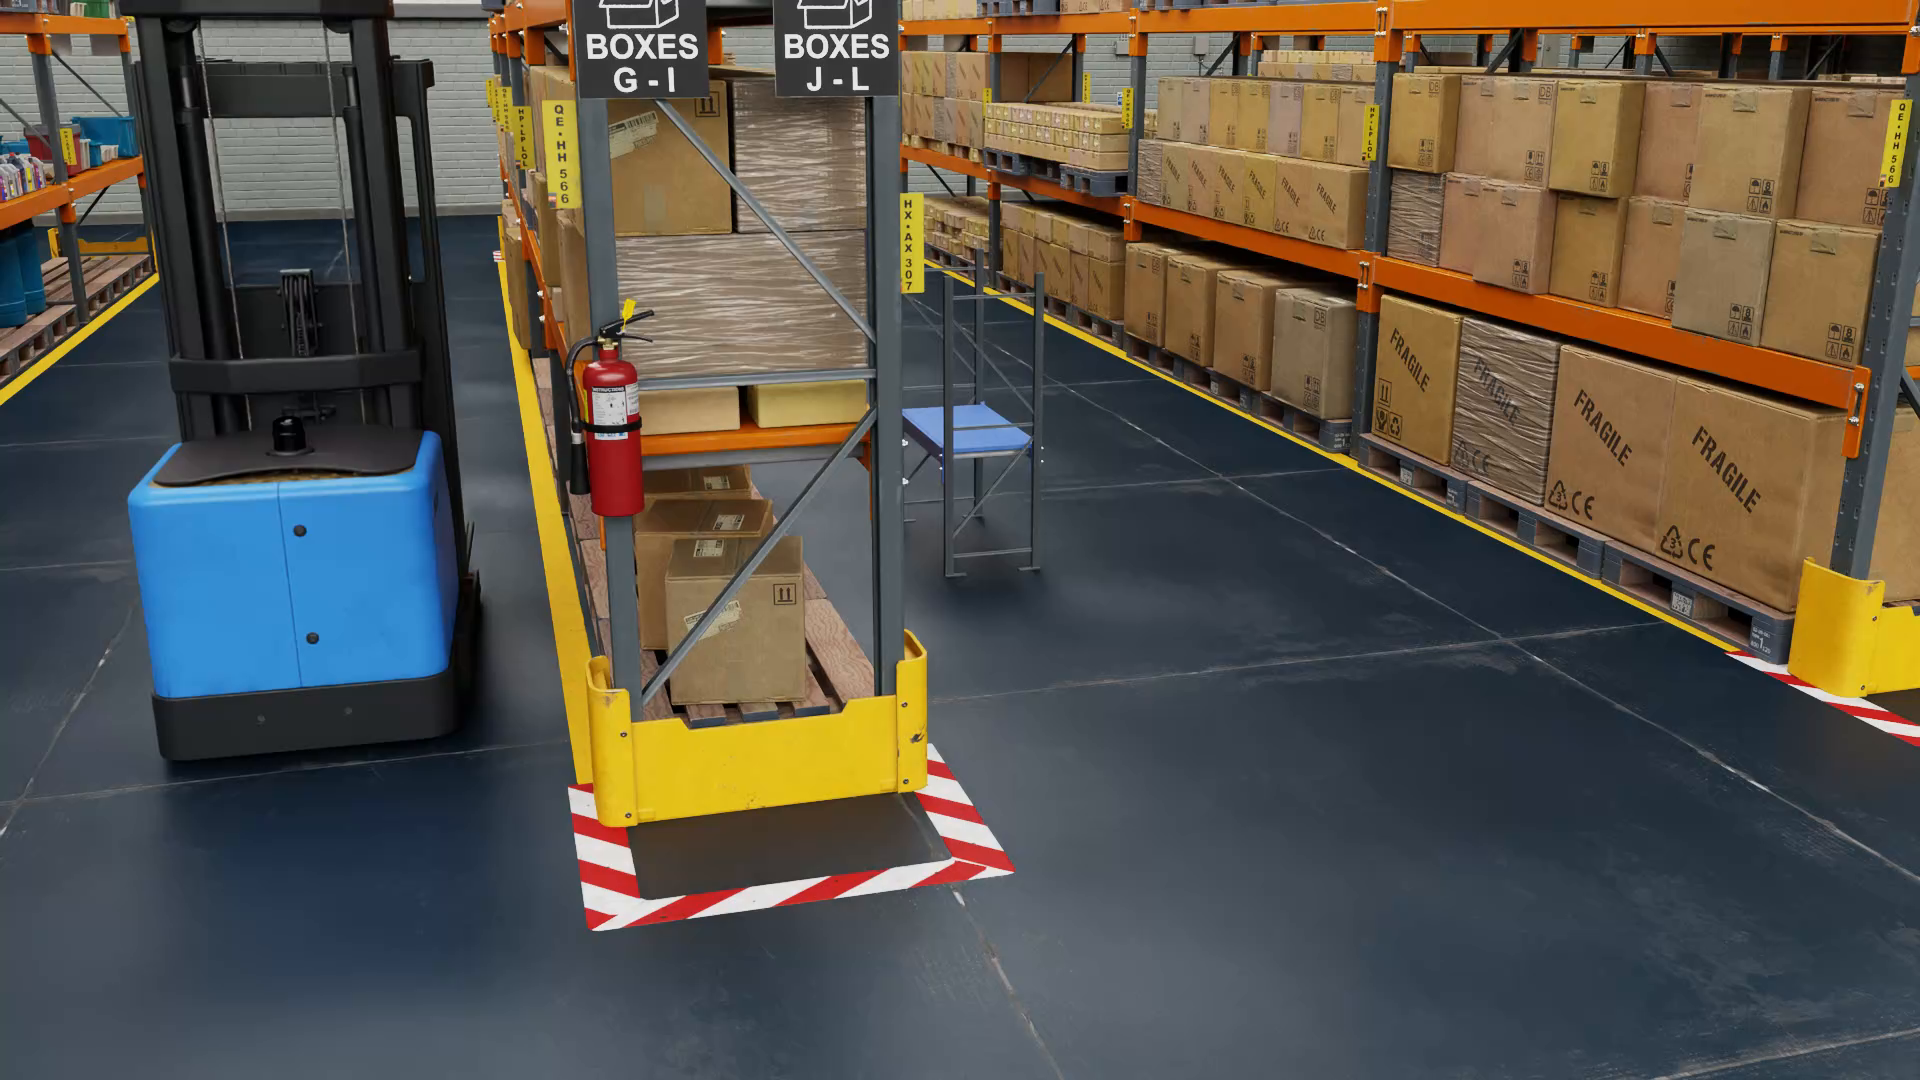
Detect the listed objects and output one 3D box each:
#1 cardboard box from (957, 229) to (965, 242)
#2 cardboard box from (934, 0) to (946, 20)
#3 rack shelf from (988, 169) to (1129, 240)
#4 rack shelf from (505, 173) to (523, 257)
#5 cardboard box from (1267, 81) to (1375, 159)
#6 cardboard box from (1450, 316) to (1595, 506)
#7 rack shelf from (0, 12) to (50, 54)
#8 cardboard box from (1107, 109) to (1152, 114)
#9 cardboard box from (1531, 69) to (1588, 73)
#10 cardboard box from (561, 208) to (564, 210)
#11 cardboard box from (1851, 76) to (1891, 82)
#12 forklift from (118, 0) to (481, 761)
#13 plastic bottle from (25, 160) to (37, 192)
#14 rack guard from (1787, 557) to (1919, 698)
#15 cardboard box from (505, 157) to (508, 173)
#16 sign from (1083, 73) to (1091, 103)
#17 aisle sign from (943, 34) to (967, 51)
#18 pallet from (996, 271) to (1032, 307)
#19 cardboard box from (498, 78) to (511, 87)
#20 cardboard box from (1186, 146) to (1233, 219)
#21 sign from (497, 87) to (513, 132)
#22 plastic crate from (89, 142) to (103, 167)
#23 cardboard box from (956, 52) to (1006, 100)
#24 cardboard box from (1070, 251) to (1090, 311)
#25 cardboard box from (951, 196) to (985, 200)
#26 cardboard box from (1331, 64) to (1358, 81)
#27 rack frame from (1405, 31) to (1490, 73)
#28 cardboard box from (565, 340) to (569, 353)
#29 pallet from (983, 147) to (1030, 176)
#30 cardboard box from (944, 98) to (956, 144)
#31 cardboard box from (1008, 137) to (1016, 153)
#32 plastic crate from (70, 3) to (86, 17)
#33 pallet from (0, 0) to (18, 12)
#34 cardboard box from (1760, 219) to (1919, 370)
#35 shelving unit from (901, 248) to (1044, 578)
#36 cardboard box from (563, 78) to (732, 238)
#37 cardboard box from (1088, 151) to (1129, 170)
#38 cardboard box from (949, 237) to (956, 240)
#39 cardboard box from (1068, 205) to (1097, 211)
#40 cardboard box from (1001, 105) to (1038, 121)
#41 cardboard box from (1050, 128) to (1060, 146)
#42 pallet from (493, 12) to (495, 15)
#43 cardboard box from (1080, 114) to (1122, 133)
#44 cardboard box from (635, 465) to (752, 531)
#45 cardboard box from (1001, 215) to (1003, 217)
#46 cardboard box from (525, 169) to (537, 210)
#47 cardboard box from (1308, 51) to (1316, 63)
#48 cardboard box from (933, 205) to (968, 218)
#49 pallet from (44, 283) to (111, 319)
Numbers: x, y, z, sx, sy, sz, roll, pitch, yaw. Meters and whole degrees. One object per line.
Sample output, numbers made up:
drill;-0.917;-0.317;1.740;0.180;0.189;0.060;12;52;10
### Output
cardboard box;0.176;-3.539;19.229;0.380;0.149;0.250;-4;17;-14
cardboard box;0.013;-6.102;19.099;0.500;0.250;0.500;-5;17;-16
rack shelf;1.358;-3.309;16.003;1.077;0.370;4.000;-5;17;-15
rack shelf;-3.439;-2.944;14.791;1.077;0.370;4.000;-5;17;-15
cardboard box;2.583;-2.939;11.610;0.700;0.500;0.500;-5;17;-15
cardboard box;3.364;-0.748;9.193;0.875;0.875;0.875;-5;17;-15
rack shelf;-8.201;-3.989;13.055;1.077;0.370;4.000;-5;17;-15
cardboard box;1.604;-3.972;15.634;0.380;0.149;0.250;-4;17;-14
cardboard box;5.967;-4.447;16.632;0.500;0.500;0.500;-5;17;-15
cardboard box;-1.164;-1.138;6.836;0.875;0.500;0.500;-5;17;-15
cardboard box;7.095;-3.488;12.803;0.380;0.149;0.250;-5;18;-18
forklift;-2.762;-0.986;7.139;1.130;2.935;3.031;-4;17;-13
plastic bottle;-8.231;-3.207;14.629;0.152;0.276;0.135;-5;17;-15
rack guard;4.113;0.317;7.028;1.175;0.500;0.348;-5;17;-15
cardboard box;-4.387;-3.780;16.759;0.380;0.149;0.250;-5;17;-15
sign;1.341;-4.806;17.724;0.100;0.325;0.005;-5;17;-15
aisle sign;-0.022;-6.602;21.197;0.394;0.787;0.004;-5;17;-15
pallet;1.024;-2.656;17.426;1.003;0.211;1.213;-5;17;-15
cardboard box;-4.505;-4.517;17.215;0.500;0.500;0.500;-5;17;-15
cardboard box;2.052;-2.722;12.627;0.500;0.500;0.500;-5;17;-15
sign;-3.422;-3.245;12.530;0.100;0.325;0.005;-5;17;-15
plastic crate;-9.039;-3.958;17.100;0.416;0.233;0.300;-5;17;-15
cardboard box;0.272;-5.127;18.376;0.500;0.500;0.500;-5;18;-17
cardboard box;1.336;-2.409;15.373;0.500;0.500;0.500;-4;17;-13
cardboard box;0.098;-4.307;21.268;0.380;0.149;0.250;-4;17;-15
cardboard box;4.864;-5.542;20.276;0.500;0.500;0.500;-4;17;-15
rack frame;5.540;-4.626;19.137;1.000;3.000;0.127;-5;17;-15
cardboard box;-1.481;-0.872;7.076;0.380;0.149;0.250;-5;17;-15
pallet;0.879;-3.892;17.027;1.003;0.211;1.213;-5;17;-15
cardboard box;0.127;-4.790;18.992;0.500;0.500;0.500;-5;17;-16
cardboard box;0.689;-3.927;16.517;0.380;0.149;0.250;-5;17;-15
plastic crate;-9.043;-5.315;16.677;0.437;0.136;0.530;-5;17;-15
pallet;-8.127;-4.274;13.081;1.003;0.211;1.213;-5;17;-15
cardboard box;3.961;-1.058;6.999;0.875;0.550;0.550;-5;17;-15
shelving unit;0.023;-0.695;8.658;0.538;1.500;1.048;-5;17;-15
cardboard box;-1.079;-1.325;5.719;0.500;0.500;0.500;-5;17;-15
cardboard box;1.330;-3.281;14.367;0.380;0.149;0.250;-4;17;-14
cardboard box;0.082;-3.487;19.573;0.380;0.149;0.250;-4;17;-14
cardboard box;1.385;-3.240;16.836;0.500;0.250;0.500;-4;17;-13
cardboard box;0.625;-4.279;16.656;0.380;0.149;0.250;-5;17;-15
cardboard box;1.050;-3.708;15.273;0.380;0.149;0.250;-5;17;-16
pallet;-4.535;-5.800;17.987;1.003;0.211;1.213;-5;17;-15
cardboard box;1.265;-3.635;14.510;0.380;0.149;0.250;-5;17;-16
cardboard box;-1.197;-0.038;7.480;0.500;0.500;0.500;-3;17;-10
cardboard box;0.684;-3.656;19.100;0.380;0.149;0.250;-5;17;-17
cardboard box;-2.650;-2.383;11.203;0.500;0.250;0.500;-5;17;-17
cardboard box;4.615;-6.089;20.971;0.380;0.149;0.250;-5;17;-15
cardboard box;-0.121;-3.976;20.164;0.380;0.149;0.250;-4;17;-13
pallet;-8.990;-2.315;16.293;1.003;0.211;1.213;-5;17;-15
